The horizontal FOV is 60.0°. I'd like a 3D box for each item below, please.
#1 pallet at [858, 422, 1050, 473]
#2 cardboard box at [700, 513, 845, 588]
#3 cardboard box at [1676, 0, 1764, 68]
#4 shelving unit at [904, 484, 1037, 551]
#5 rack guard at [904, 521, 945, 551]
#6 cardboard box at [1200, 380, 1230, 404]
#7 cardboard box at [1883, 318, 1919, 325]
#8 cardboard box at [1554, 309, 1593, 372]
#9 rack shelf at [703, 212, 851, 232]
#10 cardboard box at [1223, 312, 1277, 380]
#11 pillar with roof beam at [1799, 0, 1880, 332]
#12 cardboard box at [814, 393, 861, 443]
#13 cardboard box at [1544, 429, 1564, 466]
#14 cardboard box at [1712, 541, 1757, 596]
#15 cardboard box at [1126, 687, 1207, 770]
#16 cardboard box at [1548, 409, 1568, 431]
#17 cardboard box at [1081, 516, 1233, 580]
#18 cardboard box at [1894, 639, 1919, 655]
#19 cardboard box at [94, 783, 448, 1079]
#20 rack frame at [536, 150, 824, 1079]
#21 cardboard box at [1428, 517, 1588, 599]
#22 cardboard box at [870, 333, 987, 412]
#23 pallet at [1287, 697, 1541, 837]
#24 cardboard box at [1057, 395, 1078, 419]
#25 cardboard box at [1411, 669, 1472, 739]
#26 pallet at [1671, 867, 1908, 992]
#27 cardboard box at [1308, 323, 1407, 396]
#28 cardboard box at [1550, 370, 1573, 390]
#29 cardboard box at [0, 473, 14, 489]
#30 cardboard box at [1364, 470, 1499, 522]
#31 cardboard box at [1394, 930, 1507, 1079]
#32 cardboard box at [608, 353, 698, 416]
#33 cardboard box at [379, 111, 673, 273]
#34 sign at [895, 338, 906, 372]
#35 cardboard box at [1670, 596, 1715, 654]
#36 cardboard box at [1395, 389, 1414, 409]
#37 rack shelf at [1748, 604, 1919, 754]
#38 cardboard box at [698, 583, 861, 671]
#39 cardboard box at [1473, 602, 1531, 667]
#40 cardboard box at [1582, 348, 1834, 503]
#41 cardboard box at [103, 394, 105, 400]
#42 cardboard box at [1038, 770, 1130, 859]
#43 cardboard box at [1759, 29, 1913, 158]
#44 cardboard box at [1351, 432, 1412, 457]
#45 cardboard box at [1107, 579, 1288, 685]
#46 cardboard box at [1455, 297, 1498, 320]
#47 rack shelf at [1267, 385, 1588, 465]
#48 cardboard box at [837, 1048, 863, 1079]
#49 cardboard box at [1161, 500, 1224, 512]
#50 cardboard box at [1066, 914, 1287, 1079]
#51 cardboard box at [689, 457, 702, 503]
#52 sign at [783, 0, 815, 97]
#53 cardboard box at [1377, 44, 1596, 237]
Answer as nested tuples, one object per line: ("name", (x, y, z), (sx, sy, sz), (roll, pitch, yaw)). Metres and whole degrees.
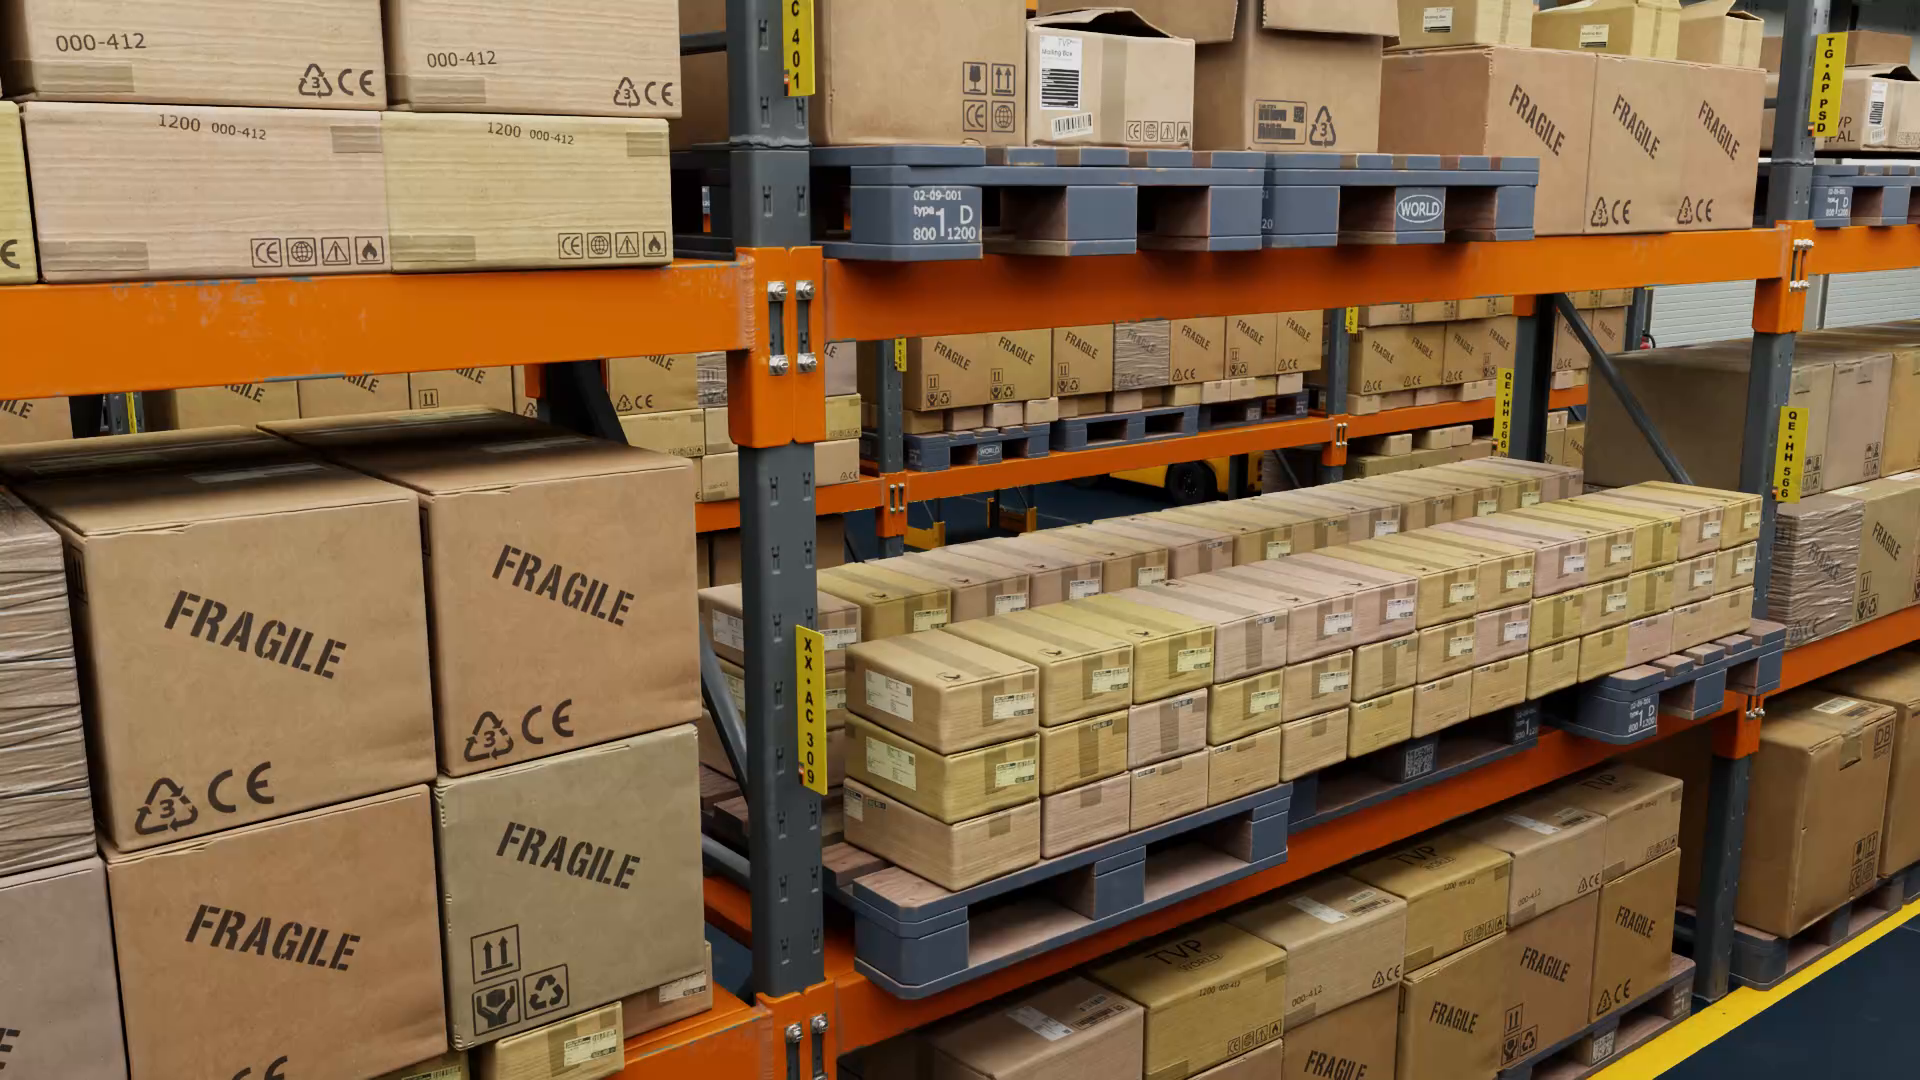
("pallet", (-0.196, -0.655, 10.456), (1.003, 0.211, 1.213), (-9, 15, -38))
("cardboard box", (-1.277, 0.271, 9.737), (0.875, 0.875, 0.875), (-10, 15, -38))
("cardboard box", (2.332, -1.646, 5.352), (0.258, 0.266, 0.396), (-9, 15, -38))
("shelving unit", (0.060, -0.744, 14.020), (1.083, 1.500, 0.587), (-9, 15, -38))
("rack guard", (-0.329, -0.068, 13.845), (0.087, 0.250, 0.587), (-9, 15, -38))
("cardboard box", (1.616, -1.025, 11.329), (0.250, 0.149, 0.380), (-9, 15, -37))
("cardboard box", (4.825, -0.774, 7.906), (0.500, 0.500, 0.700), (-10, 15, -39))
("cardboard box", (4.916, -1.693, 13.922), (0.500, 0.500, 0.500), (-9, 15, -38))
("rack shelf", (-2.247, -1.495, 8.460), (4.000, 0.370, 1.077), (-9, 15, -38))
("cardboard box", (1.834, -1.397, 11.517), (0.500, 0.500, 0.500), (-9, 15, -37))
("pillar with roof beam", (18.096, -7.110, 25.948), (0.548, 9.000, 9.100), (-9, 15, -38))
("cardboard box", (-0.905, -0.707, 9.392), (0.500, 0.250, 0.500), (-10, 15, -38))
("cardboard box", (4.693, -0.690, 13.961), (0.500, 0.500, 0.500), (-9, 15, -36))
("cardboard box", (2.384, 0.060, 5.502), (0.250, 0.149, 0.380), (-9, 15, -37))
("cardboard box", (0.360, 0.397, 3.914), (0.250, 0.149, 0.380), (-9, 15, -36))
("cardboard box", (4.854, -1.017, 13.940), (0.250, 0.149, 0.380), (-9, 15, -36))
("cardboard box", (0.572, 0.043, 4.866), (0.250, 0.149, 0.380), (-10, 16, -40))
("cardboard box", (4.425, 0.746, 7.799), (0.750, 0.750, 1.050), (-9, 15, -38))
("cardboard box", (-1.245, 0.651, 2.886), (0.500, 0.500, 0.500), (-10, 16, -39))
("rack frame", (-0.638, 0.669, 3.755), (0.127, 3.000, 1.000), (-9, 15, -38))
("cardboard box", (1.589, 0.046, 4.850), (0.250, 0.149, 0.380), (-9, 15, -38))
("cardboard box", (-0.190, -1.060, 9.932), (0.500, 0.500, 0.500), (-10, 16, -39))
("pallet", (0.966, 0.508, 4.979), (1.213, 0.211, 1.003), (-9, 15, -38))
("cardboard box", (0.536, -0.870, 10.596), (0.250, 0.149, 0.380), (-8, 15, -34))
("cardboard box", (1.172, 0.408, 4.581), (0.250, 0.149, 0.380), (-10, 16, -40))
("pallet", (3.148, 1.424, 6.913), (1.213, 0.211, 1.003), (-9, 15, -38))
("cardboard box", (2.956, -1.365, 12.378), (0.500, 0.500, 0.500), (-9, 15, -38))
("cardboard box", (4.879, -1.352, 13.881), (0.250, 0.149, 0.380), (-9, 15, -37))
("cardboard box", (-1.950, 0.135, 2.908), (0.500, 0.500, 0.500), (-9, 15, -37))
("cardboard box", (1.601, -0.128, 5.673), (0.250, 0.149, 0.380), (-10, 15, -38))
("cardboard box", (1.325, 1.433, 5.164), (0.500, 0.500, 0.500), (-10, 16, -40))
("cardboard box", (-1.713, -0.937, 8.671), (0.500, 0.500, 0.500), (-9, 15, -38))
("cardboard box", (-0.852, -0.617, 2.953), (0.500, 0.250, 0.500), (-9, 15, -36))
("sign", (-0.336, -1.116, 9.377), (0.005, 0.325, 0.100), (-9, 15, -38))
("cardboard box", (2.193, 0.238, 5.379), (0.250, 0.149, 0.380), (-9, 15, -38))
("cardboard box", (3.238, -1.105, 12.716), (0.250, 0.149, 0.380), (-10, 15, -38))
("rack shelf", (4.047, 0.243, 7.497), (4.000, 0.370, 1.077), (-9, 15, -38))
("cardboard box", (-0.446, 0.212, 4.070), (0.250, 0.149, 0.380), (-9, 15, -35))
("cardboard box", (1.379, 0.228, 4.712), (0.250, 0.149, 0.380), (-9, 15, -36))
("cardboard box", (2.842, -0.444, 6.352), (0.500, 0.500, 0.700), (-10, 15, -38))
("cardboard box", (-5.991, -1.273, 11.651), (0.500, 0.500, 0.700), (-9, 15, -37))
("cardboard box", (0.170, 0.573, 3.801), (0.250, 0.149, 0.380), (-9, 15, -37))
("cardboard box", (3.668, -1.891, 7.100), (0.500, 0.500, 0.500), (-9, 15, -38))
("cardboard box", (3.202, -0.742, 12.645), (0.250, 0.149, 0.380), (-9, 15, -37))
("cardboard box", (0.569, 0.217, 4.046), (0.250, 0.149, 0.380), (-10, 15, -38))
("cardboard box", (3.738, -1.987, 12.903), (0.500, 0.500, 0.700), (-10, 15, -39))
("rack shelf", (4.000, -1.066, 13.660), (4.000, 0.370, 1.077), (-9, 15, -38))
("cardboard box", (-0.214, 1.182, 4.542), (0.500, 0.250, 0.500), (-10, 16, -39))
("cardboard box", (2.030, -0.010, 12.270), (0.625, 0.372, 0.950), (-9, 15, -37))
("cardboard box", (0.519, 1.197, 4.470), (0.500, 0.250, 0.500), (-9, 15, -36))
("cardboard box", (-1.711, -0.327, 8.807), (0.500, 0.250, 0.500), (-10, 15, -38))
("sign", (-0.293, -0.964, 2.980), (0.005, 0.325, 0.100), (-9, 15, -38))
("cardboard box", (1.423, -1.119, 4.717), (0.500, 0.500, 0.500), (-9, 15, -38))
